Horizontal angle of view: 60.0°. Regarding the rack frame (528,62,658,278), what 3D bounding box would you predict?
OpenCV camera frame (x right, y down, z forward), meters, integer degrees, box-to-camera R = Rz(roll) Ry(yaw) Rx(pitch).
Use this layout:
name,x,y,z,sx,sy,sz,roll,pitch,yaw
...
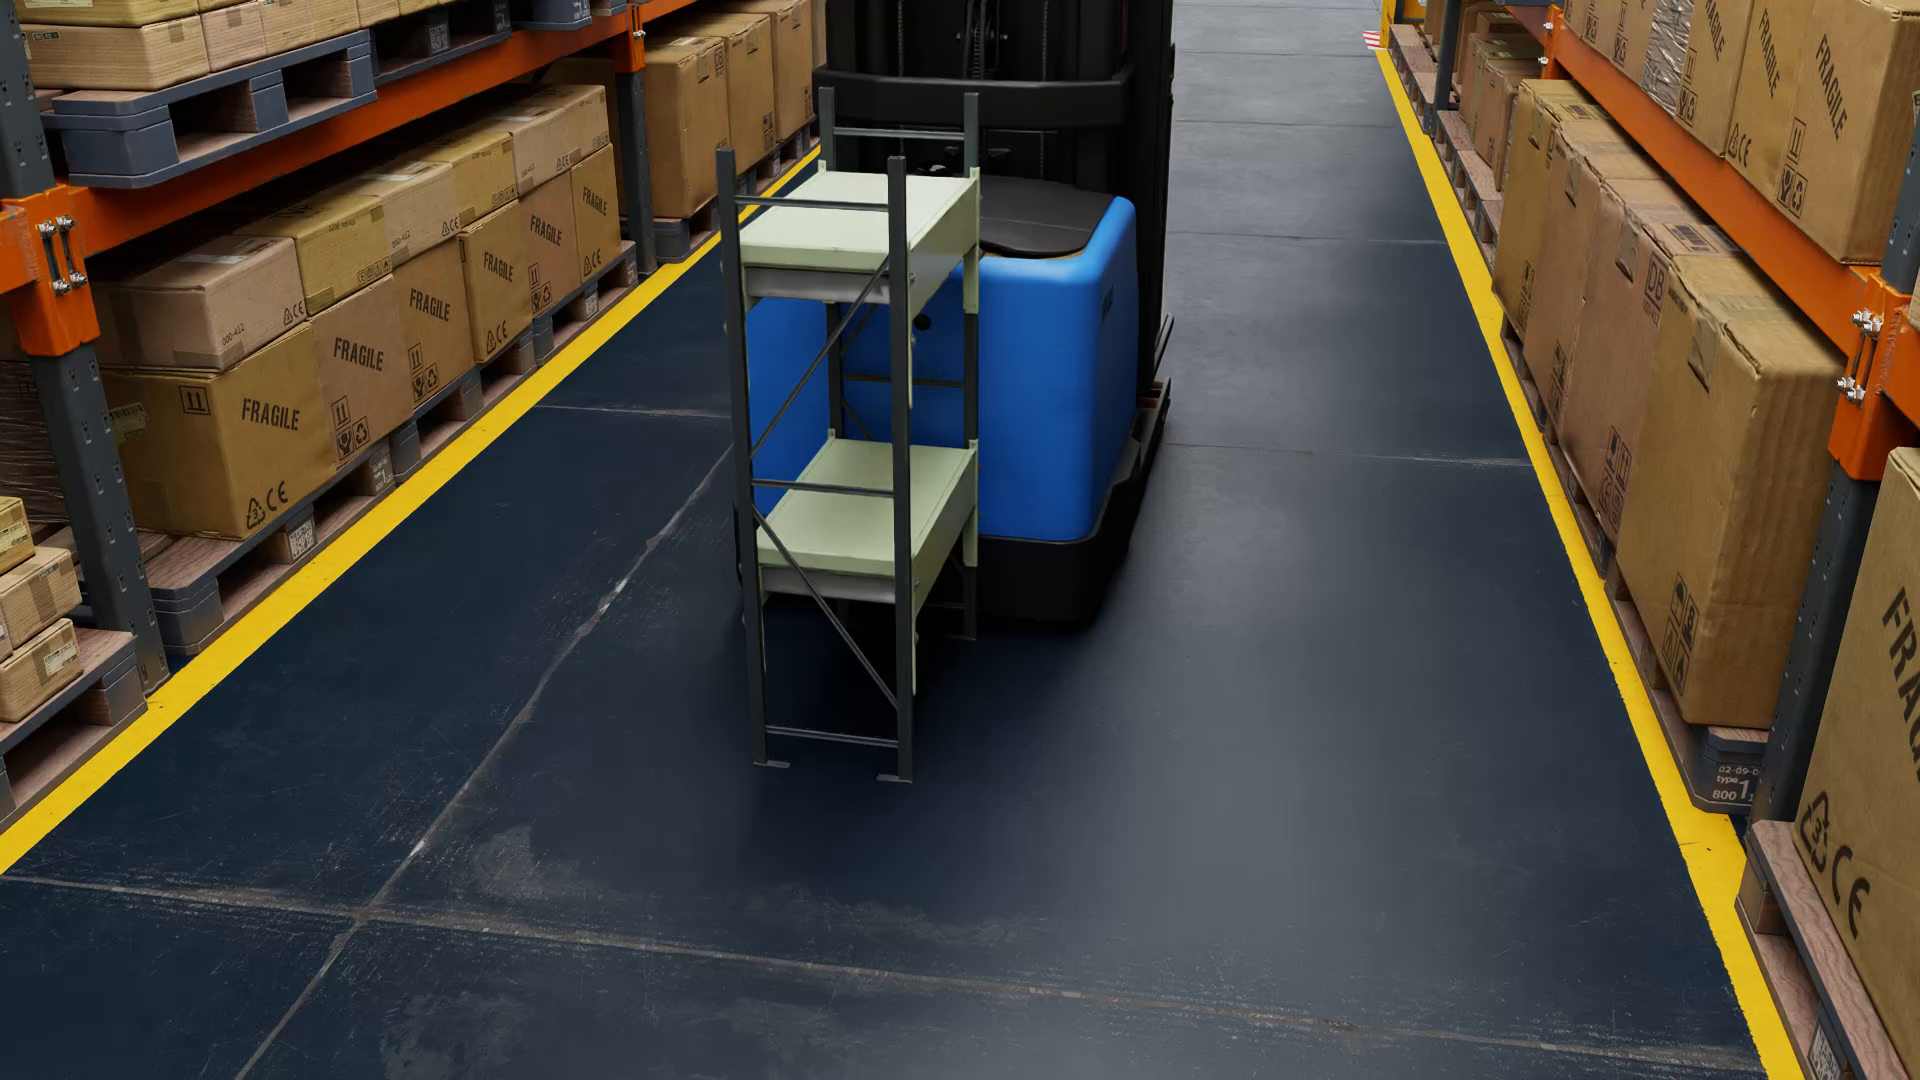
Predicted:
name,x,y,z,sx,sy,sz,roll,pitch,yaw
rack frame,-1.962,-2.669,7.414,1.000,3.000,0.127,4,25,9

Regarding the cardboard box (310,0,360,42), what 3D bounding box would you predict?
name,x,y,z,sx,sy,sz,roll,pitch,yaw
cardboard box,-1.972,-1.531,4.784,0.380,0.149,0.250,4,25,9

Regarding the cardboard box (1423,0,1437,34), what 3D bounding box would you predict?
name,x,y,z,sx,sy,sz,roll,pitch,yaw
cardboard box,4.103,-4.427,13.623,0.500,0.500,0.500,9,27,18

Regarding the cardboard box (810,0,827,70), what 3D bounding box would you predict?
name,x,y,z,sx,sy,sz,roll,pitch,yaw
cardboard box,-1.321,-3.247,10.808,1.050,0.750,0.750,4,25,8

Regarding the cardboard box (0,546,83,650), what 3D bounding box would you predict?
name,x,y,z,sx,sy,sz,roll,pitch,yaw
cardboard box,-2.354,0.124,3.964,0.380,0.149,0.250,5,25,10

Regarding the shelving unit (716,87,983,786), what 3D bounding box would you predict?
name,x,y,z,sx,sy,sz,roll,pitch,yaw
shelving unit,-0.229,-0.264,4.045,0.431,1.500,0.755,5,26,11

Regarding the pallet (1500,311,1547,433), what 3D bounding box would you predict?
name,x,y,z,sx,sy,sz,roll,pitch,yaw
pallet,2.711,-0.696,6.487,1.003,0.211,1.213,4,25,9

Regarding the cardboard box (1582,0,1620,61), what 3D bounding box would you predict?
name,x,y,z,sx,sy,sz,roll,pitch,yaw
cardboard box,2.484,-1.928,5.713,0.500,0.500,0.500,3,25,7

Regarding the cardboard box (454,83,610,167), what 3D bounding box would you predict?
name,x,y,z,sx,sy,sz,roll,pitch,yaw
cardboard box,-1.816,-1.763,7.046,0.500,0.250,0.500,3,25,7

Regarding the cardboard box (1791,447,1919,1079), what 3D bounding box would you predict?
name,x,y,z,sx,sy,sz,roll,pitch,yaw
cardboard box,2.074,0.432,2.799,0.875,0.875,0.875,4,25,9

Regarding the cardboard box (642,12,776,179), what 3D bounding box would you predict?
name,x,y,z,sx,sy,sz,roll,pitch,yaw
cardboard box,-1.635,-2.455,9.114,1.050,0.750,0.750,4,25,9

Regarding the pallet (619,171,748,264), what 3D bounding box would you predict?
name,x,y,z,sx,sy,sz,roll,pitch,yaw
pallet,-1.759,-1.731,8.698,1.003,0.211,1.213,4,25,9

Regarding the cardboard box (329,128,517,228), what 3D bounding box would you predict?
name,x,y,z,sx,sy,sz,roll,pitch,yaw
cardboard box,-1.986,-1.339,6.141,0.500,0.250,0.500,5,25,10

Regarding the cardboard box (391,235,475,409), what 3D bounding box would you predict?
name,x,y,z,sx,sy,sz,roll,pitch,yaw
cardboard box,-2.077,-0.786,5.845,0.500,0.500,0.500,4,25,9

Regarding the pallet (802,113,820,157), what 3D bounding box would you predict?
name,x,y,z,sx,sy,sz,roll,pitch,yaw
pallet,-1.360,-2.751,10.879,1.003,0.211,1.213,4,25,9

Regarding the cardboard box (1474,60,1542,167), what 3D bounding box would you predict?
name,x,y,z,sx,sy,sz,roll,pitch,yaw
cardboard box,3.259,-2.336,9.131,0.700,0.500,0.500,2,25,4

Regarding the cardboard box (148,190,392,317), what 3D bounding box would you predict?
name,x,y,z,sx,sy,sz,roll,pitch,yaw
cardboard box,-2.150,-0.907,5.219,0.500,0.250,0.500,5,25,10

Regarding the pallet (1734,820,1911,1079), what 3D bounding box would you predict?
name,x,y,z,sx,sy,sz,roll,pitch,yaw
pallet,2.059,0.965,2.939,1.003,0.211,1.213,4,25,9

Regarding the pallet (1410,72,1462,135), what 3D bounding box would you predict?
name,x,y,z,sx,sy,sz,roll,pitch,yaw
pallet,3.643,-2.977,11.360,1.003,0.211,1.213,4,25,9

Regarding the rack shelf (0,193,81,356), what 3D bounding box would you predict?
name,x,y,z,sx,sy,sz,roll,pitch,yaw
rack shelf,-2.943,0.166,2.205,1.077,0.370,4.000,4,25,9

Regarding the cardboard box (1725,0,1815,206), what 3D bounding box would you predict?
name,x,y,z,sx,sy,sz,roll,pitch,yaw
cardboard box,2.155,-1.077,3.894,0.500,0.500,0.500,5,26,10

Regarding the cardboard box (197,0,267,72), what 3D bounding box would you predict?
name,x,y,z,sx,sy,sz,roll,pitch,yaw
cardboard box,-2.058,-1.322,4.337,0.380,0.149,0.250,4,25,9

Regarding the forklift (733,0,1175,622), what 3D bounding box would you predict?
name,x,y,z,sx,sy,sz,roll,pitch,yaw
forklift,0.168,-1.701,5.427,1.130,2.935,3.031,5,26,11

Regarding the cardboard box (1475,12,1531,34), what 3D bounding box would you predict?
name,x,y,z,sx,sy,sz,roll,pitch,yaw
cardboard box,3.673,-3.179,10.956,0.500,0.500,0.500,3,25,7

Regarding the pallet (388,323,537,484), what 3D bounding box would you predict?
name,x,y,z,sx,sy,sz,roll,pitch,yaw
pallet,-2.293,-0.571,6.220,1.003,0.211,1.213,4,25,9

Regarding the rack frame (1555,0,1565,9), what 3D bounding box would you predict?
name,x,y,z,sx,sy,sz,roll,pitch,yaw
rack frame,2.914,-2.283,6.589,1.000,3.000,0.127,4,25,9

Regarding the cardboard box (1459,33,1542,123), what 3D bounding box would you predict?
name,x,y,z,sx,sy,sz,roll,pitch,yaw
cardboard box,3.447,-2.768,10.055,0.700,0.500,0.500,2,25,4

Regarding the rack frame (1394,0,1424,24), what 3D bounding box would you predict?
name,x,y,z,sx,sy,sz,roll,pitch,yaw
rack frame,4.222,-5.629,13.738,1.000,3.000,0.127,4,25,9

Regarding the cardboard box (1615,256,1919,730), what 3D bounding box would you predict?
name,x,y,z,sx,sy,sz,roll,pitch,yaw
cardboard box,2.345,-0.107,3.952,1.225,0.875,0.875,4,25,9

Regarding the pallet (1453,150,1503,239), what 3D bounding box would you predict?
name,x,y,z,sx,sy,sz,roll,pitch,yaw
pallet,3.245,-1.856,8.966,1.003,0.211,1.213,4,25,9

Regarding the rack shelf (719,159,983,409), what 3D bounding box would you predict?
name,x,y,z,sx,sy,sz,roll,pitch,yaw
rack shelf,-0.229,-0.617,3.879,0.431,0.370,0.720,5,26,11

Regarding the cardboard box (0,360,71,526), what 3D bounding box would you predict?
name,x,y,z,sx,sy,sz,roll,pitch,yaw
cardboard box,-2.744,-0.381,4.979,0.500,0.500,0.500,4,25,8

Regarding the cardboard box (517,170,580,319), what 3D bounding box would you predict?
name,x,y,z,sx,sy,sz,roll,pitch,yaw
cardboard box,-1.901,-1.217,6.765,0.500,0.500,0.500,5,26,11

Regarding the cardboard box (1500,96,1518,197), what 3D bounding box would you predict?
name,x,y,z,sx,sy,sz,roll,pitch,yaw
cardboard box,3.082,-1.865,8.125,0.700,0.500,0.500,2,25,4

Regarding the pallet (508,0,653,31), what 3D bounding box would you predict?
name,x,y,z,sx,sy,sz,roll,pitch,yaw
pallet,-1.974,-2.277,6.802,1.213,0.211,1.003,4,25,9

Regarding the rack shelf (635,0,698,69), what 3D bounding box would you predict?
name,x,y,z,sx,sy,sz,roll,pitch,yaw
rack shelf,-1.636,-3.180,9.353,1.077,0.370,4.000,4,25,9

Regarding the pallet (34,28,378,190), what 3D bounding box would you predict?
name,x,y,z,sx,sy,sz,roll,pitch,yaw
pallet,-2.348,-1.219,4.542,1.003,0.211,1.213,4,25,9

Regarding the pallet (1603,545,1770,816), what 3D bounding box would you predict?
name,x,y,z,sx,sy,sz,roll,pitch,yaw
pallet,2.312,0.325,4.307,1.003,0.211,1.213,4,25,9

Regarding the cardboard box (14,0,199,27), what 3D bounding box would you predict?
name,x,y,z,sx,sy,sz,roll,pitch,yaw
cardboard box,-2.098,-1.340,4.025,0.380,0.149,0.250,4,25,9

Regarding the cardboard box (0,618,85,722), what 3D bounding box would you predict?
name,x,y,z,sx,sy,sz,roll,pitch,yaw
cardboard box,-2.344,0.292,3.954,0.380,0.149,0.250,4,25,9

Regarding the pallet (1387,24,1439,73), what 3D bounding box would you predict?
name,x,y,z,sx,sy,sz,roll,pitch,yaw
pallet,4.042,-3.997,13.540,1.003,0.211,1.213,4,25,9

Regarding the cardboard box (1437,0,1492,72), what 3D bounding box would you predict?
name,x,y,z,sx,sy,sz,roll,pitch,yaw
cardboard box,3.783,-3.684,12.035,0.500,0.500,0.500,2,25,4

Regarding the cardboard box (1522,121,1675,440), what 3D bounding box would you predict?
name,x,y,z,sx,sy,sz,roll,pitch,yaw
cardboard box,2.628,-0.852,5.542,1.225,0.875,0.875,4,25,9

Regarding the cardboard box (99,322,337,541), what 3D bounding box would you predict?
name,x,y,z,sx,sy,sz,roll,pitch,yaw
cardboard box,-2.234,-0.345,4.902,0.500,0.500,0.500,5,26,11

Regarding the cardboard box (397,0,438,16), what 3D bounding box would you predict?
name,x,y,z,sx,sy,sz,roll,pitch,yaw
cardboard box,-1.890,-1.752,5.256,0.380,0.149,0.250,4,25,8

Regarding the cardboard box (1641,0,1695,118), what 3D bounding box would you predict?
name,x,y,z,sx,sy,sz,roll,pitch,yaw
cardboard box,2.321,-1.505,4.808,0.500,0.500,0.500,4,25,9

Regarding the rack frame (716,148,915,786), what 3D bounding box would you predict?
name,x,y,z,sx,sy,sz,roll,pitch,yaw
rack frame,-0.307,-0.112,3.721,0.400,1.500,0.023,5,26,11

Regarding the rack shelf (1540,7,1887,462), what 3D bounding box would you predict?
name,x,y,z,sx,sy,sz,roll,pitch,yaw
rack shelf,2.587,-1.121,4.955,1.077,0.370,4.000,4,25,9
